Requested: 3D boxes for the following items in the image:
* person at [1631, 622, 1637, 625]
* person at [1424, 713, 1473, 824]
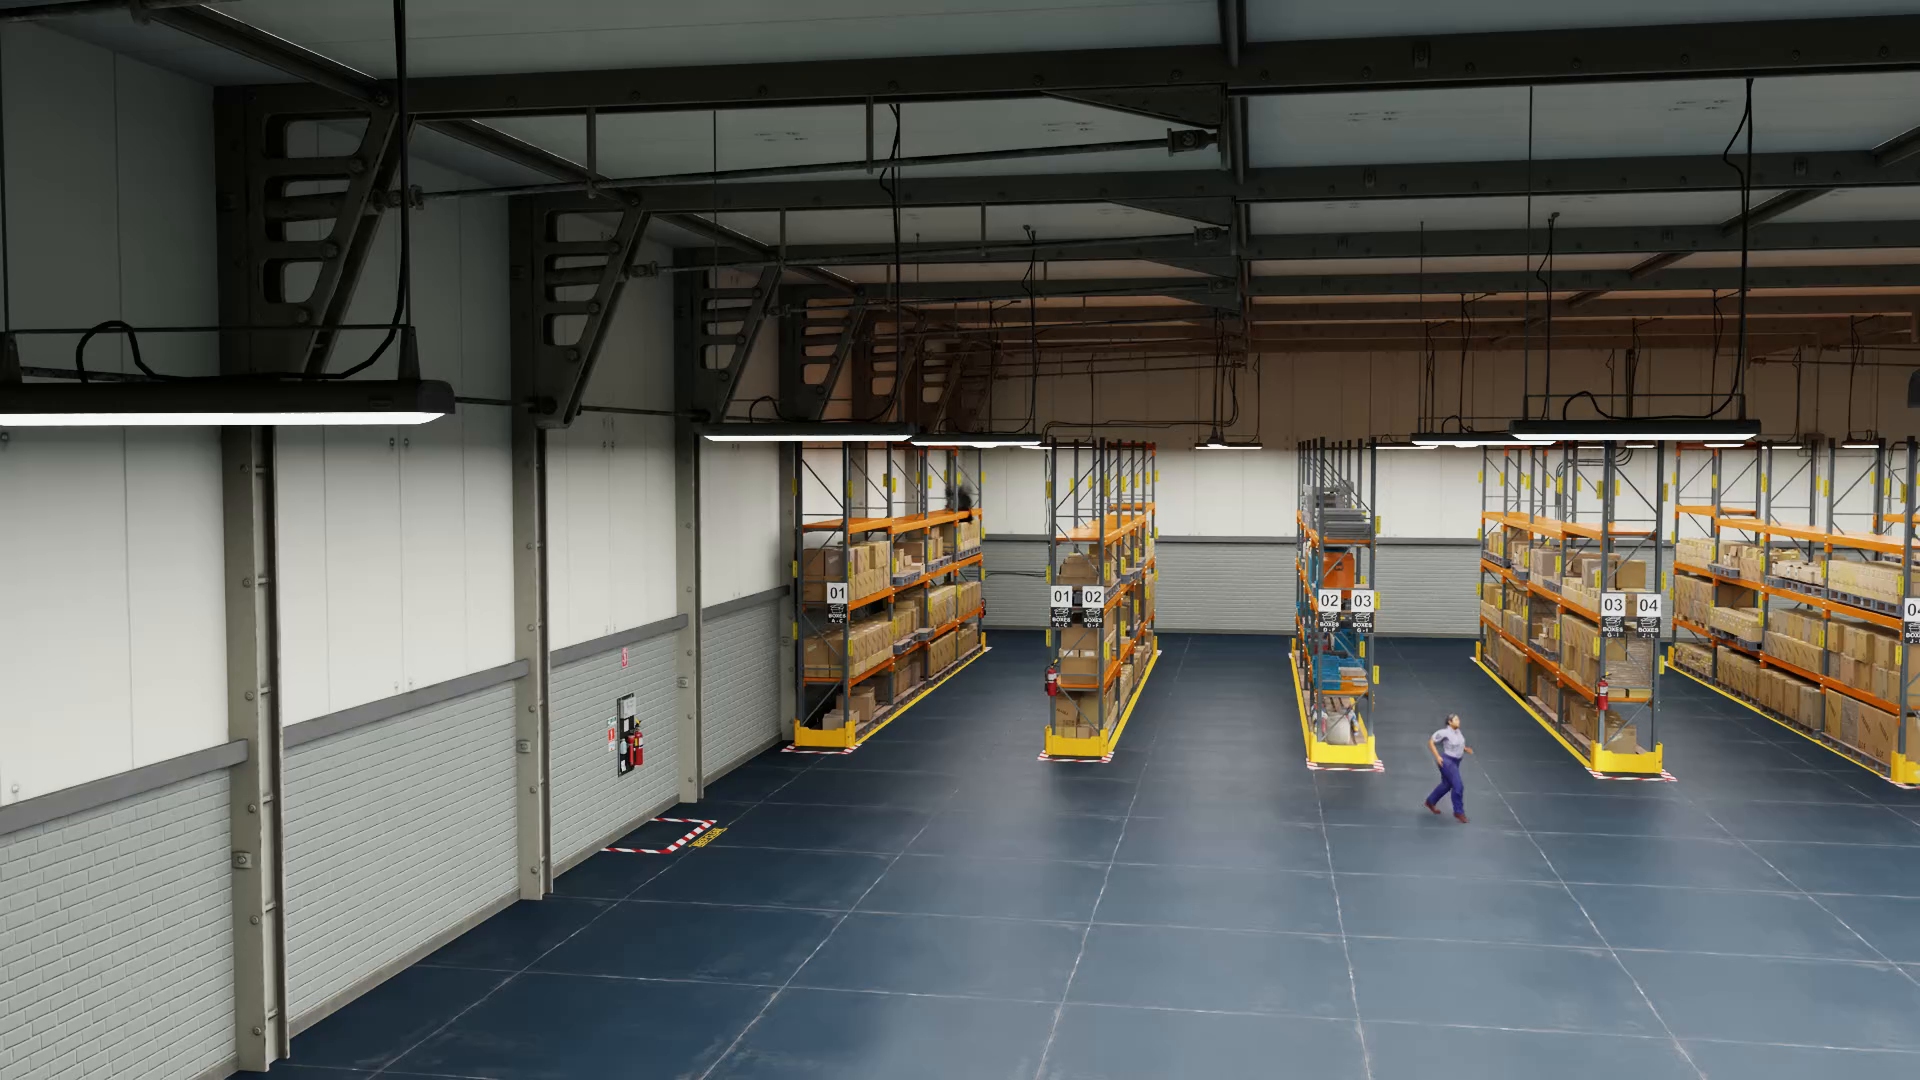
[{"bbox_3d":[17.626,2.577,43.427,0.588,1.707,0.829,1,3,21],"label":"person"},{"bbox_3d":[7.625,3.538,25.947,0.814,1.678,0.597,2,4,38],"label":"person"}]
